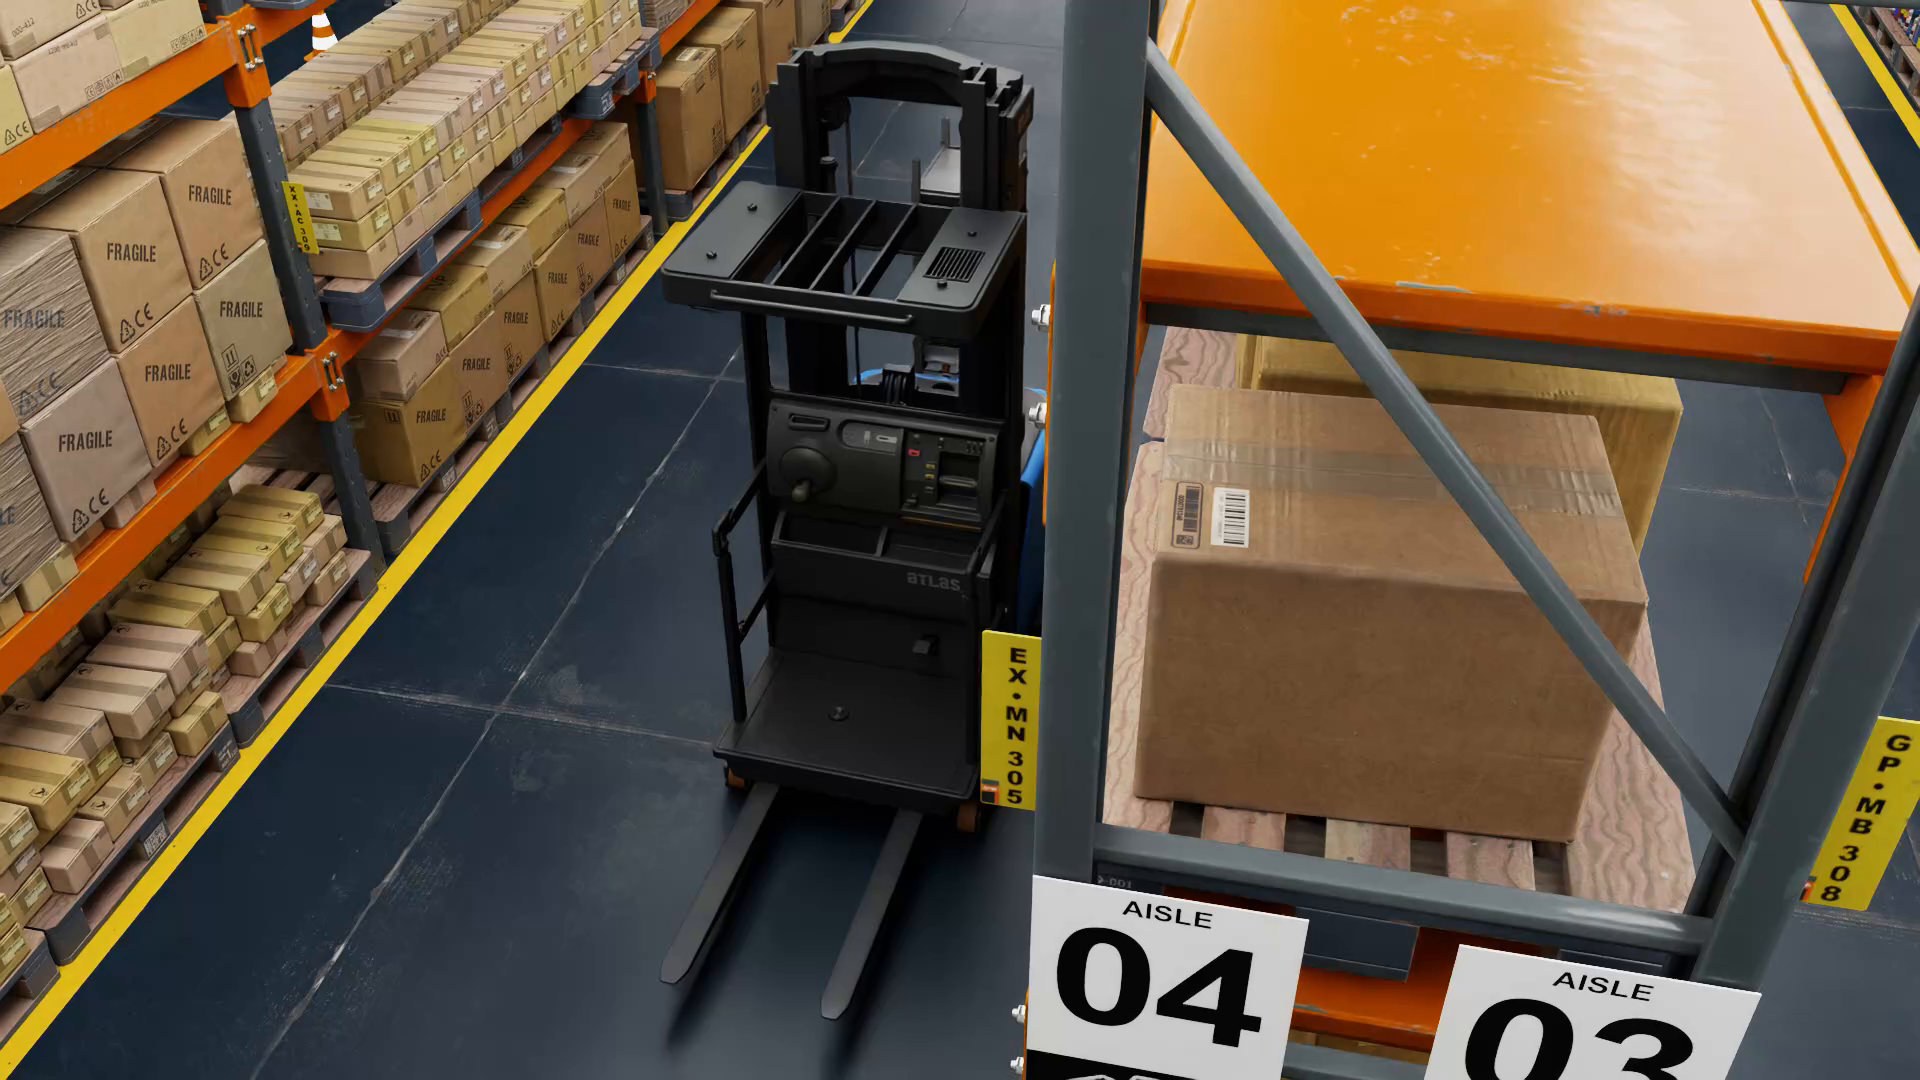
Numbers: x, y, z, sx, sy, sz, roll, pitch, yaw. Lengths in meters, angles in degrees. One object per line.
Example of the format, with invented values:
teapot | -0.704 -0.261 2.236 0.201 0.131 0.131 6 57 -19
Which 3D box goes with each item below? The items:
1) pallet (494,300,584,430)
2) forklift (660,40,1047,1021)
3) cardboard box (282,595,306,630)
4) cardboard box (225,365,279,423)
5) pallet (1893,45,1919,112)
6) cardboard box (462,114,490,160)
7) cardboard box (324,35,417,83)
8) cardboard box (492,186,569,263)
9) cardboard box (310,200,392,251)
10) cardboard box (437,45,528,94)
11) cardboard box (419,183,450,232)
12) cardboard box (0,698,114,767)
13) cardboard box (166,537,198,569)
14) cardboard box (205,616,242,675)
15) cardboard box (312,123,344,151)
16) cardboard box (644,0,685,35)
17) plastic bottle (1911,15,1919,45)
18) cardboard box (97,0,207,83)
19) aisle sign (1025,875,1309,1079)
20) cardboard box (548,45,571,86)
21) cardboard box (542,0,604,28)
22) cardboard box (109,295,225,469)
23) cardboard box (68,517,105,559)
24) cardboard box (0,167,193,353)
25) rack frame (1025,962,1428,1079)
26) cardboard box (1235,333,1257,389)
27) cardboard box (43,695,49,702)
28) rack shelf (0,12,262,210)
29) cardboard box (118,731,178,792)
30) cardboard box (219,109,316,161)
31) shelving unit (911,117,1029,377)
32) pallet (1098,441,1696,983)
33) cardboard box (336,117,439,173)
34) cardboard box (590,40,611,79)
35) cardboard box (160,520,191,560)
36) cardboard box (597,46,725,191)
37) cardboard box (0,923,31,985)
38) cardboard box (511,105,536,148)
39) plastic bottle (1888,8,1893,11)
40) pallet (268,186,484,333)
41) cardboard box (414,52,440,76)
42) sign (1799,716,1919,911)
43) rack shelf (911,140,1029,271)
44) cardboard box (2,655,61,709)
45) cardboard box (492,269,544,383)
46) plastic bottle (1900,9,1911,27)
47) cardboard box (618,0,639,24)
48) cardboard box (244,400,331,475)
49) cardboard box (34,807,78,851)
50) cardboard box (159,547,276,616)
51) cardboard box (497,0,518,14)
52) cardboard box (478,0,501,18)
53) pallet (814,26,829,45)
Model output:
pallet | -2.939 -1.113 9.876 1.003 0.211 1.213 7 37 10
forklift | -0.364 -0.234 6.345 1.130 2.935 3.031 9 37 12
cardboard box | -3.251 0.296 7.627 0.380 0.149 0.250 8 37 11
cardboard box | -3.144 -0.638 7.058 0.380 0.149 0.250 6 36 9
pallet | 8.193 -3.631 13.350 1.003 0.211 1.213 7 37 10
cardboard box | -2.611 -2.052 8.398 0.380 0.149 0.250 9 37 12
cardboard box | -3.132 -2.560 8.845 0.380 0.149 0.250 7 36 9
cardboard box | -2.619 -1.844 9.641 0.500 0.250 0.500 8 37 11
cardboard box | -2.829 -1.451 7.569 0.380 0.149 0.250 8 37 11
cardboard box | -2.500 -2.468 8.718 0.380 0.149 0.250 8 37 11
cardboard box | -2.719 -1.633 8.074 0.380 0.149 0.250 8 37 10
cardboard box | -3.551 0.772 6.464 0.380 0.149 0.250 7 37 10
cardboard box | -3.719 0.094 7.653 0.380 0.149 0.250 8 37 10
cardboard box | -3.354 0.434 7.183 0.380 0.149 0.250 8 37 10
cardboard box | -3.306 -1.986 8.307 0.380 0.149 0.250 6 36 8
cardboard box | -2.149 -3.651 10.917 0.500 0.500 0.500 8 37 10
plastic bottle | 8.013 -4.249 13.772 0.152 0.276 0.135 8 37 11
cardboard box | -3.204 -1.933 6.202 0.500 0.250 0.500 8 37 11
aisle sign | 0.298 0.830 2.604 0.394 0.787 0.004 7 37 10
cardboard box | -2.387 -2.646 9.217 0.380 0.149 0.250 7 37 10
cardboard box | -2.277 -3.064 9.541 0.380 0.149 0.250 8 37 11
cardboard box | -3.302 -0.645 6.515 0.500 0.500 0.500 6 36 9
cardboard box | -3.474 -0.049 6.245 0.380 0.149 0.250 7 36 9
cardboard box | -3.304 -1.059 6.235 0.500 0.500 0.500 6 36 8
rack frame | 0.607 1.879 3.372 1.000 3.000 0.127 7 37 10
cardboard box | 0.967 -0.502 3.572 0.700 0.500 0.500 5 36 7
cardboard box | -3.994 0.684 6.839 0.380 0.149 0.250 7 37 10
rack shelf | -3.790 -0.871 5.223 1.077 0.370 4.000 7 37 10
cardboard box | -3.456 0.892 6.805 0.380 0.149 0.250 8 37 11
cardboard box | -3.354 -1.960 8.018 0.380 0.149 0.250 6 36 8
shelving unit | 0.047 -0.914 7.992 0.431 2.100 0.503 9 37 12
pallet | 0.755 0.273 3.106 1.003 0.211 1.213 7 37 10
cardboard box | -2.718 -1.879 7.906 0.380 0.149 0.250 8 37 10
cardboard box | -2.274 -2.826 9.719 0.380 0.149 0.250 8 37 11
cardboard box | -3.755 -0.029 7.568 0.380 0.149 0.250 9 37 12
cardboard box | -2.290 -2.984 11.641 1.050 0.750 0.750 7 36 9
cardboard box | -3.609 1.487 5.984 0.380 0.149 0.250 8 37 11
cardboard box | -2.499 -2.224 8.889 0.380 0.149 0.250 6 36 8
plastic bottle | 8.171 -4.746 14.463 0.097 0.271 0.097 0 36 0
pallet | -3.057 -1.436 8.109 1.003 0.211 1.213 7 37 10
cardboard box | -3.081 -2.586 9.134 0.380 0.149 0.250 7 37 10
sign | 1.148 0.351 2.111 0.100 0.325 0.005 7 37 10
rack shelf | 0.047 -1.469 7.589 0.431 0.518 0.480 9 37 12
cardboard box | -3.906 0.577 6.732 0.380 0.149 0.250 6 36 8
cardboard box | -2.736 -1.248 9.458 0.500 0.500 0.500 8 37 11
plastic bottle | 8.077 -4.492 14.113 0.097 0.271 0.097 0 36 0
cardboard box | -2.169 -3.236 10.031 0.380 0.149 0.250 8 37 11
cardboard box | -3.451 -0.708 8.713 0.500 0.500 0.500 7 36 9
cardboard box | -3.633 1.035 6.354 0.380 0.149 0.250 9 37 12
cardboard box | -3.246 0.181 7.279 0.380 0.149 0.250 7 37 10
cardboard box | -2.864 -3.168 9.938 0.380 0.149 0.250 9 37 12
cardboard box | -2.908 -3.161 9.675 0.380 0.149 0.250 7 37 10
pallet | -1.745 -4.100 13.997 1.003 0.211 1.213 7 37 10
